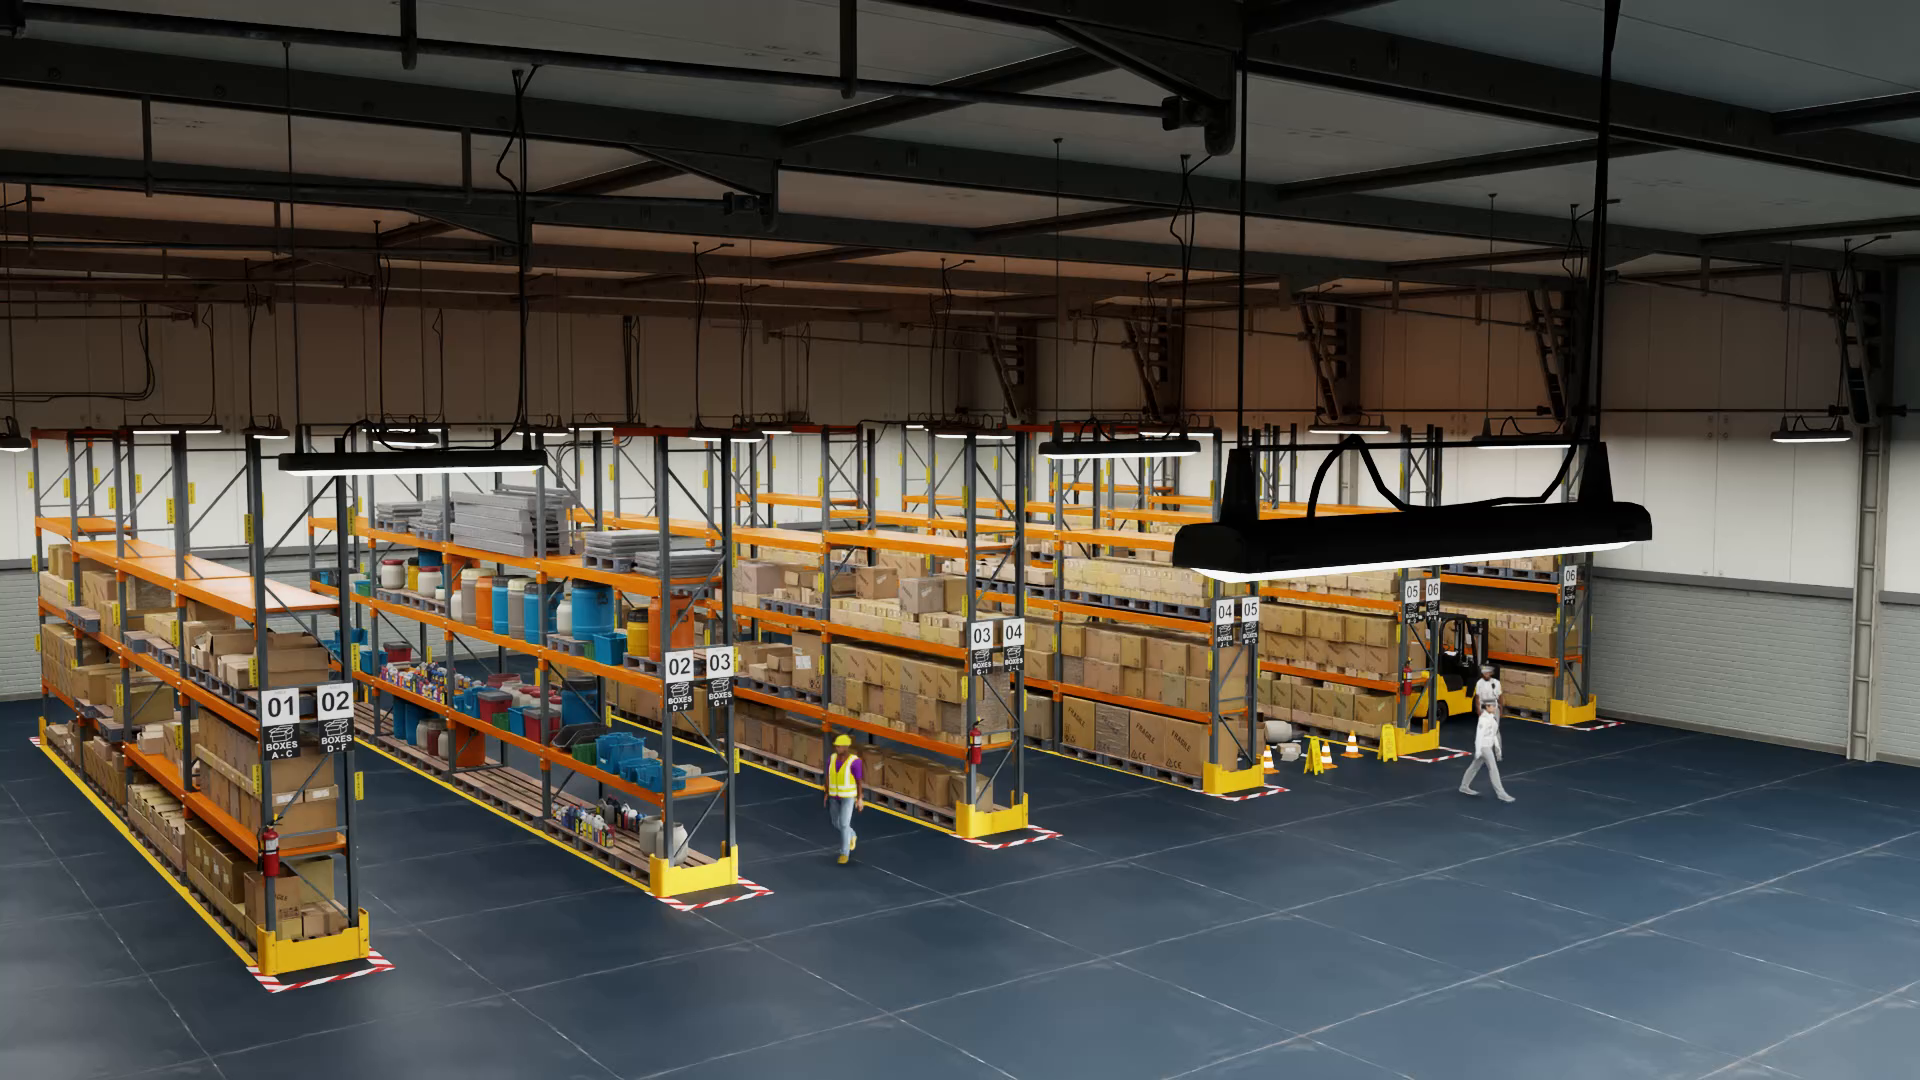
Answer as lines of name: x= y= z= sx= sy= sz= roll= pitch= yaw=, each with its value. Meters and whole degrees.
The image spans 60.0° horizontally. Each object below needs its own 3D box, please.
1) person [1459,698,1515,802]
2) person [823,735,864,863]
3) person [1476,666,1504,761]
person: x=8.598 y=3.370 z=27.057 sx=0.904 sy=1.628 sz=0.503 roll=2 pitch=5 yaw=24
person: x=-1.628 y=3.607 z=23.463 sx=0.574 sy=1.754 sz=0.809 roll=3 pitch=5 yaw=30
person: x=9.666 y=3.129 z=30.307 sx=0.555 sy=1.681 sz=0.617 roll=3 pitch=5 yaw=30
